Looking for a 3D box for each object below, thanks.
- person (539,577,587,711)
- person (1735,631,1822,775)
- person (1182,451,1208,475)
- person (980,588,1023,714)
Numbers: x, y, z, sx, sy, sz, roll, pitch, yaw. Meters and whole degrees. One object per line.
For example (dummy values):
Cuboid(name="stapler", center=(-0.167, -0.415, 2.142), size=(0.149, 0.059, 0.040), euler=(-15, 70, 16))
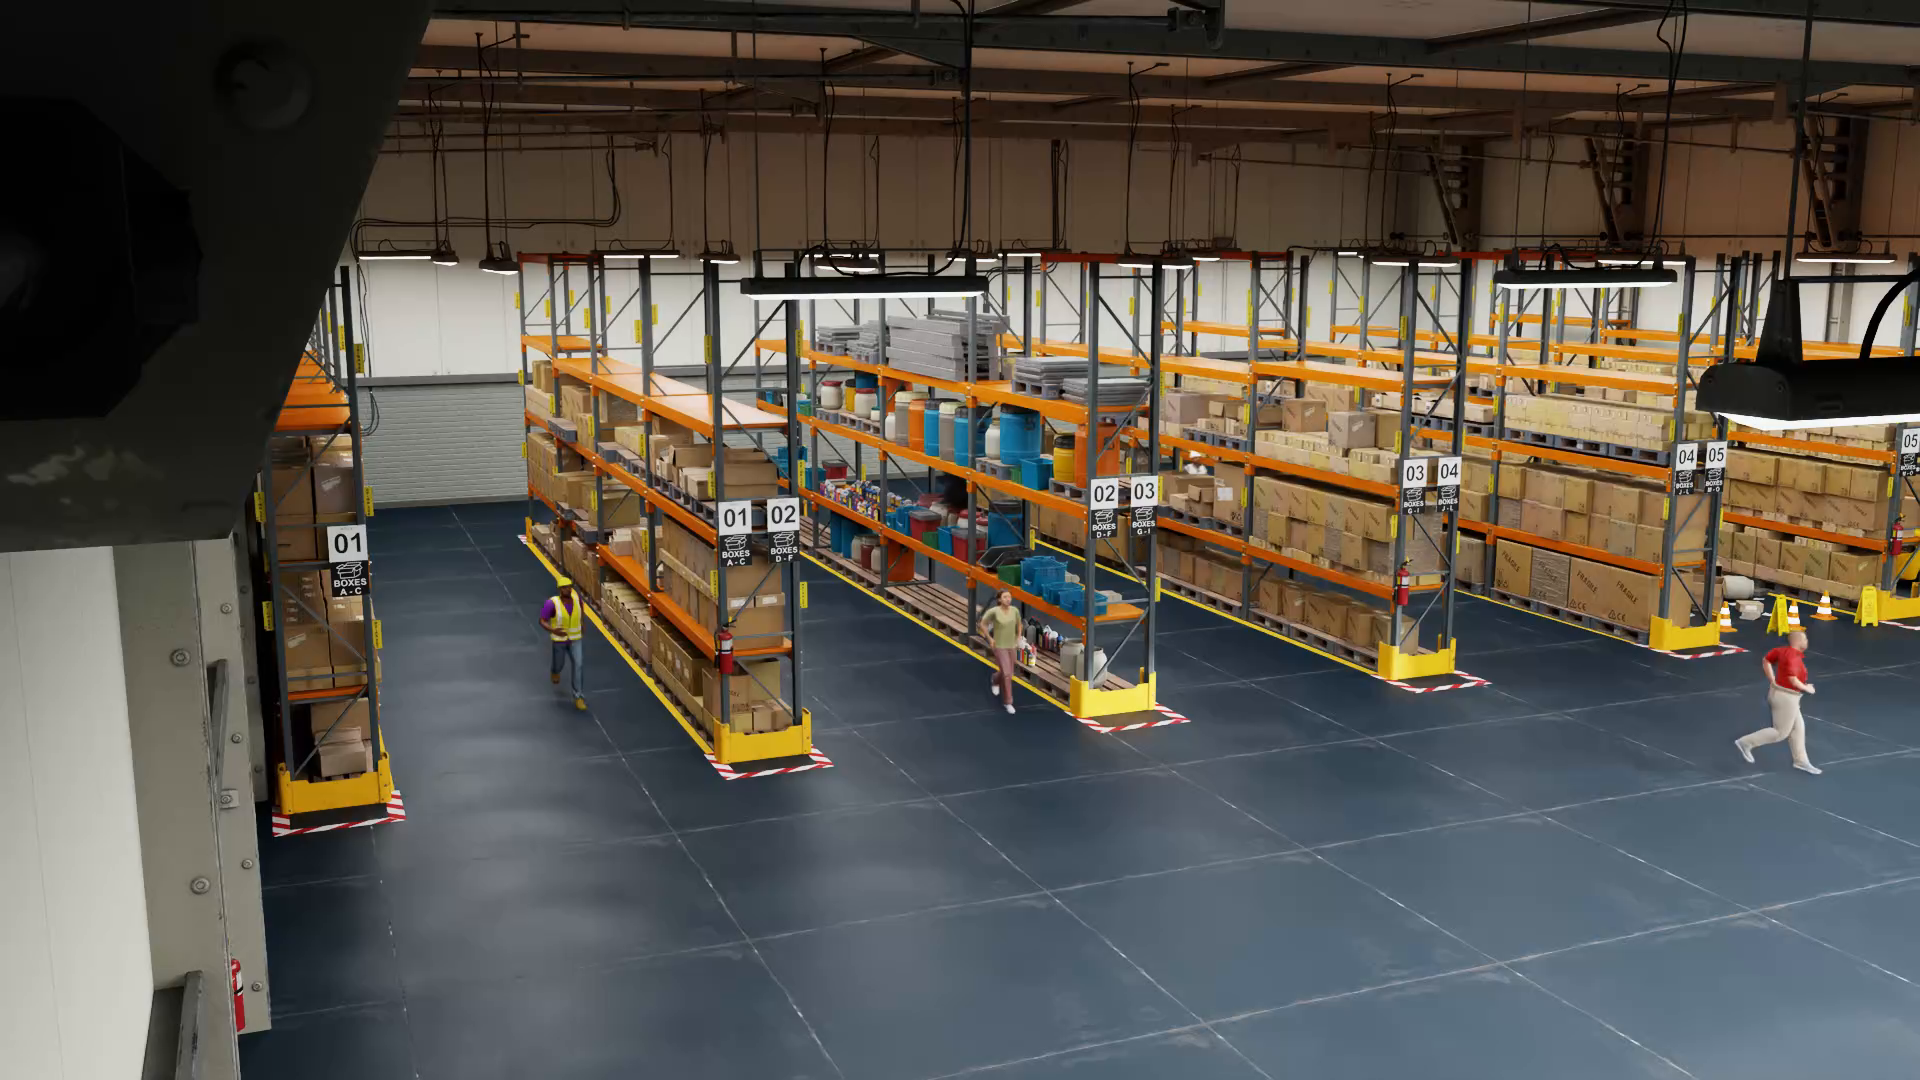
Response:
Cuboid(name="person", center=(-5.415, 1.368, 22.756), size=(0.666, 1.764, 1.141), euler=(-5, 12, -26))
Cuboid(name="person", center=(9.797, 1.924, 19.809), size=(1.002, 1.729, 0.686), euler=(2, 11, 10))
Cuboid(name="person", center=(5.029, -1.022, 35.567), size=(0.649, 1.780, 0.938), euler=(-5, 11, -25))
Cuboid(name="person", center=(0.571, 1.459, 22.563), size=(0.587, 1.661, 0.816), euler=(-5, 11, -24))
